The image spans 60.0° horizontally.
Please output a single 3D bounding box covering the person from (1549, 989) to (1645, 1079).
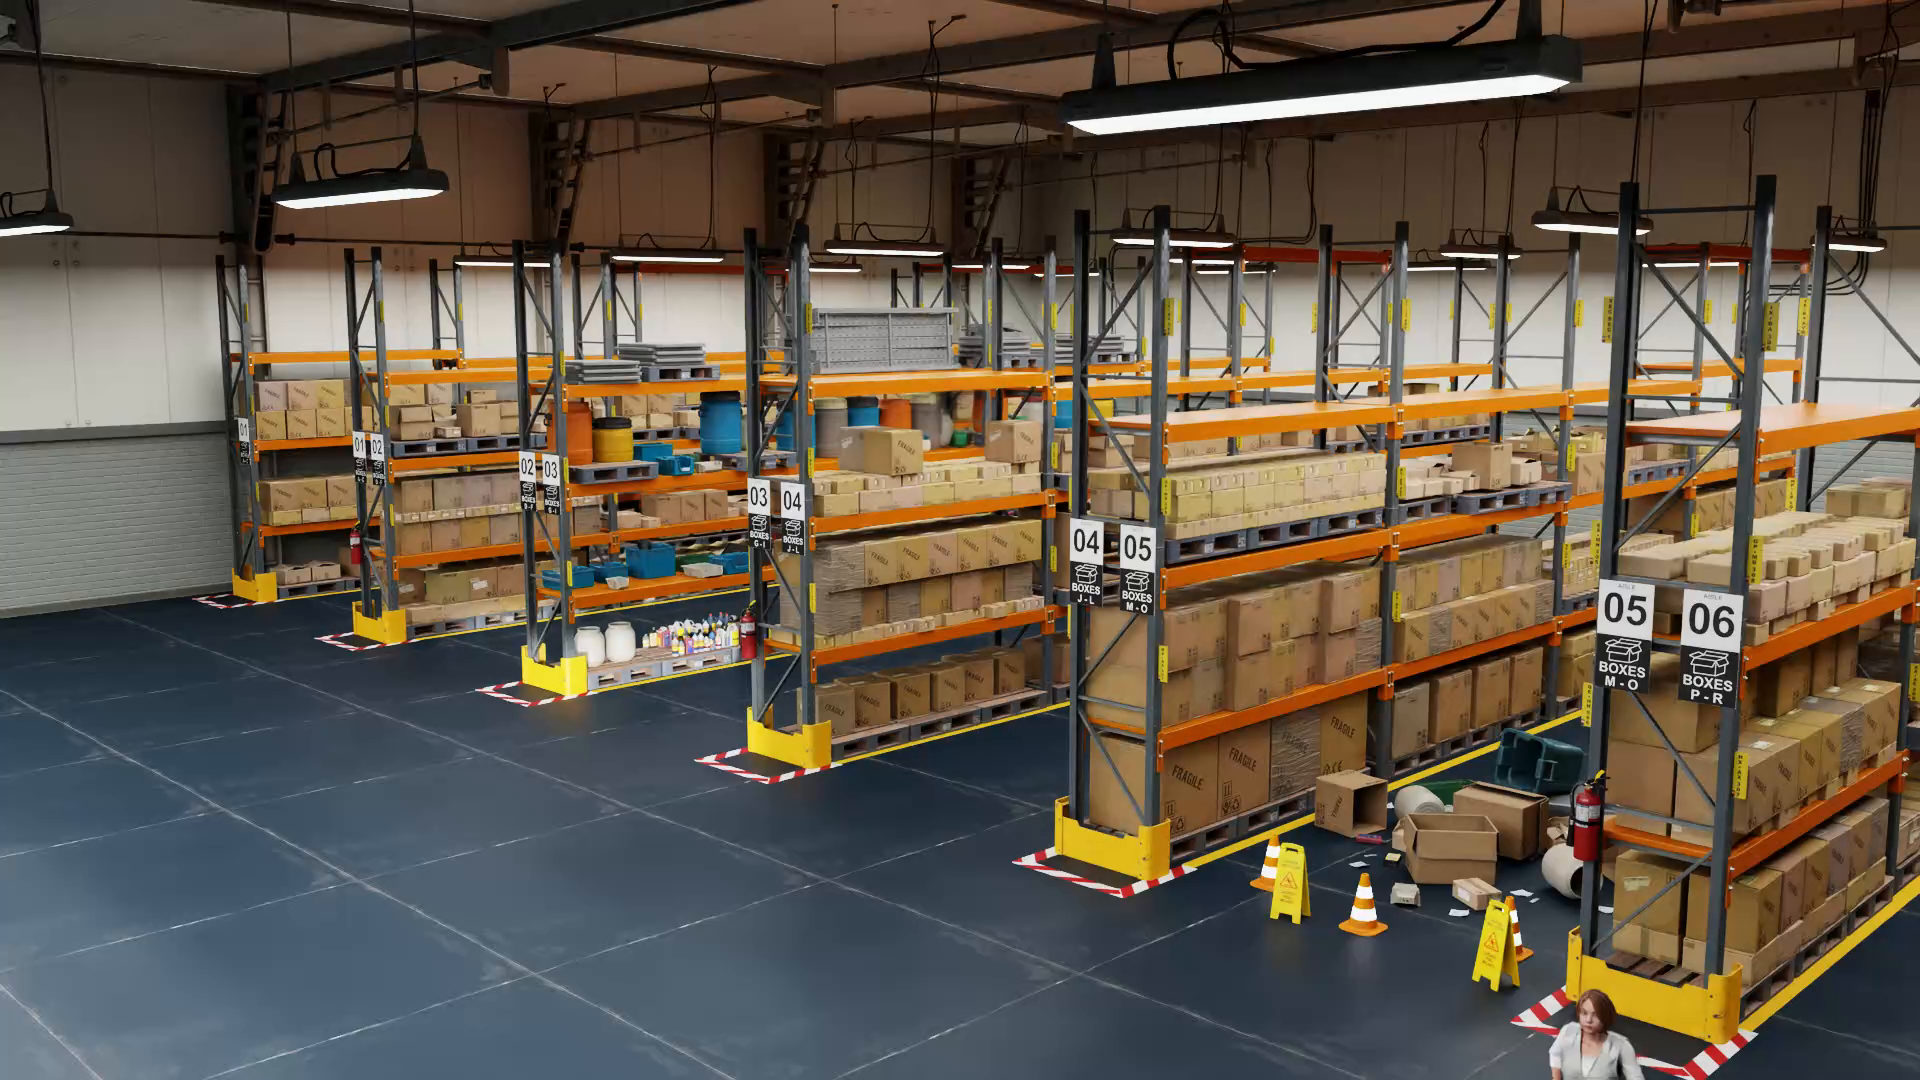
[{"bbox_3d":[3.365,3.141,8.825,0.525,1.640,0.720,4,9,29],"label":"person"}]
